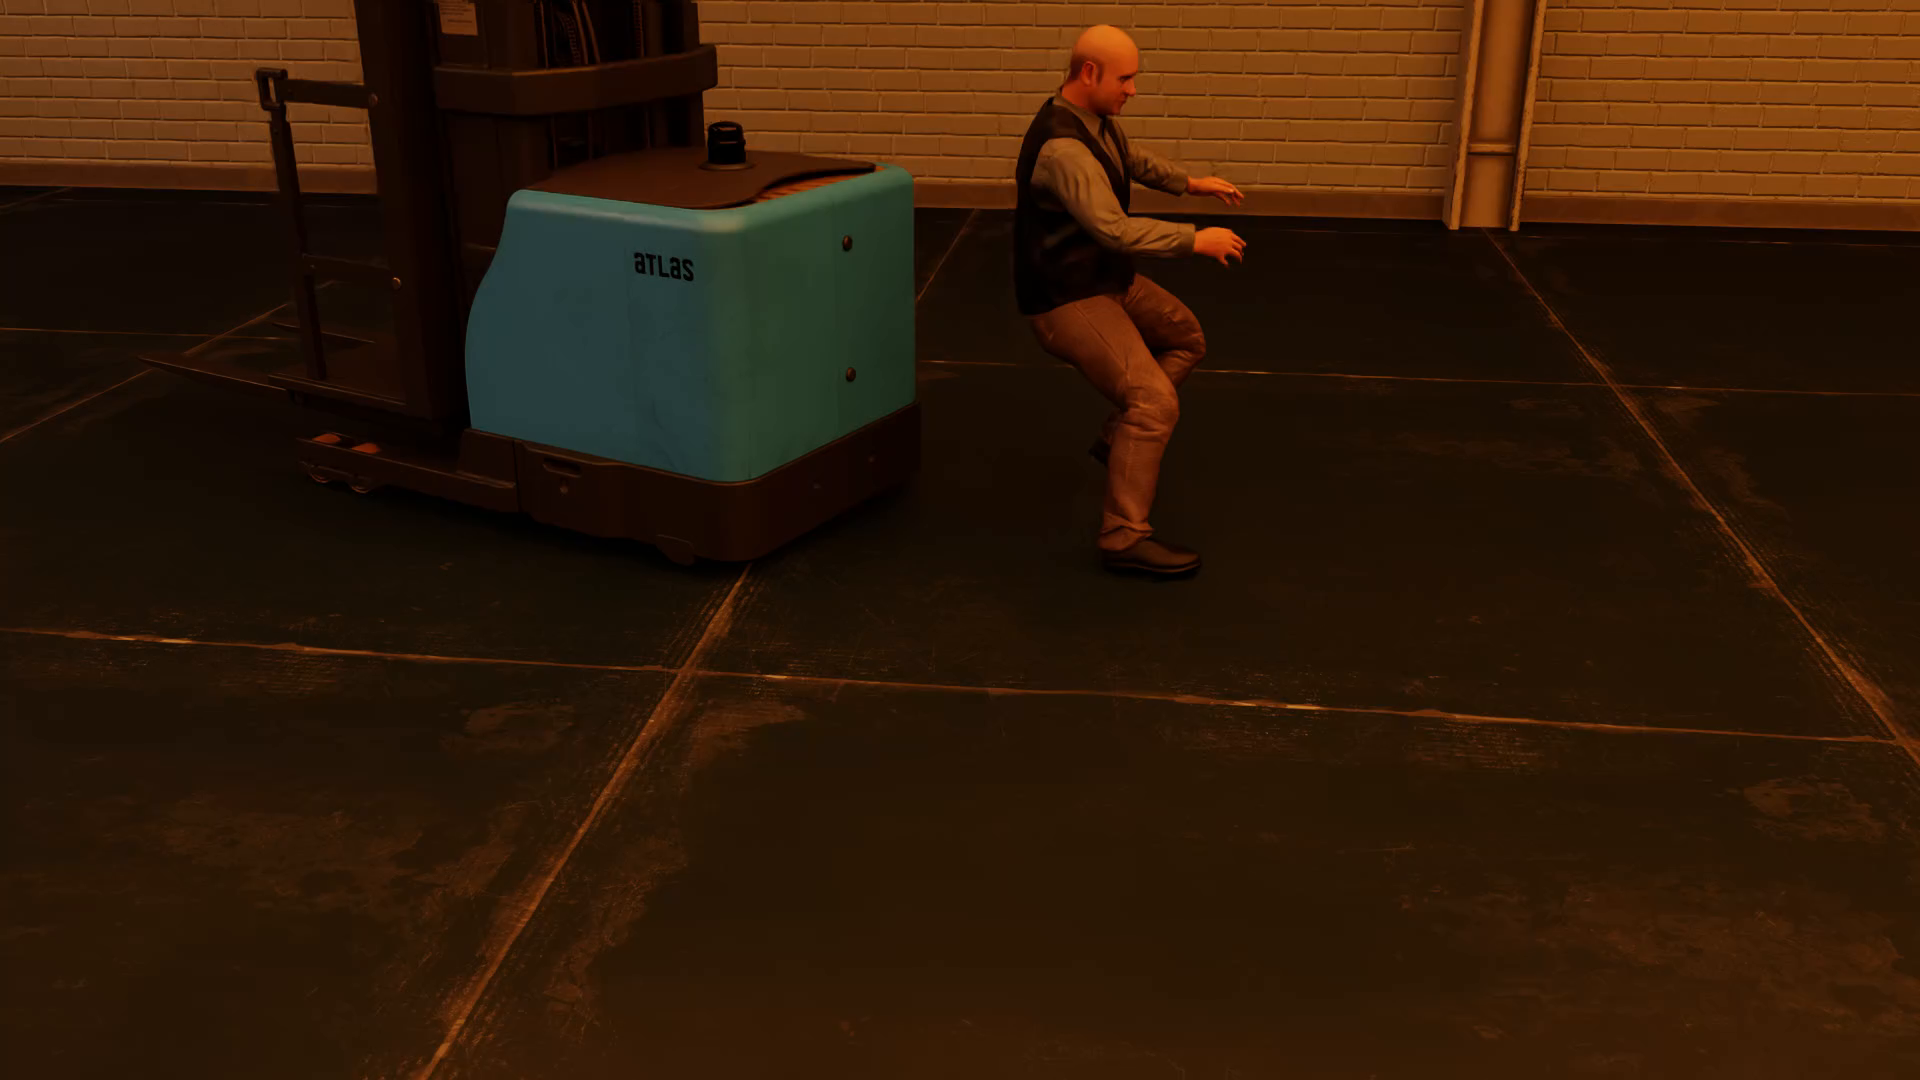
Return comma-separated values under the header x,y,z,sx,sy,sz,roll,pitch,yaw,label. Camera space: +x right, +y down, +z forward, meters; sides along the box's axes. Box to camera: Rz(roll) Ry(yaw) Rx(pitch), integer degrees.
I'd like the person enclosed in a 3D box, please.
x,y,z,sx,sy,sz,roll,pitch,yaw,label
0.515,-0.780,5.083,0.720,1.526,0.946,7,23,16,person

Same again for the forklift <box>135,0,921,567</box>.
x,y,z,sx,sy,sz,roll,pitch,yaw,label
-1.661,-1.671,5.402,3.031,2.935,1.130,12,25,28,forklift
